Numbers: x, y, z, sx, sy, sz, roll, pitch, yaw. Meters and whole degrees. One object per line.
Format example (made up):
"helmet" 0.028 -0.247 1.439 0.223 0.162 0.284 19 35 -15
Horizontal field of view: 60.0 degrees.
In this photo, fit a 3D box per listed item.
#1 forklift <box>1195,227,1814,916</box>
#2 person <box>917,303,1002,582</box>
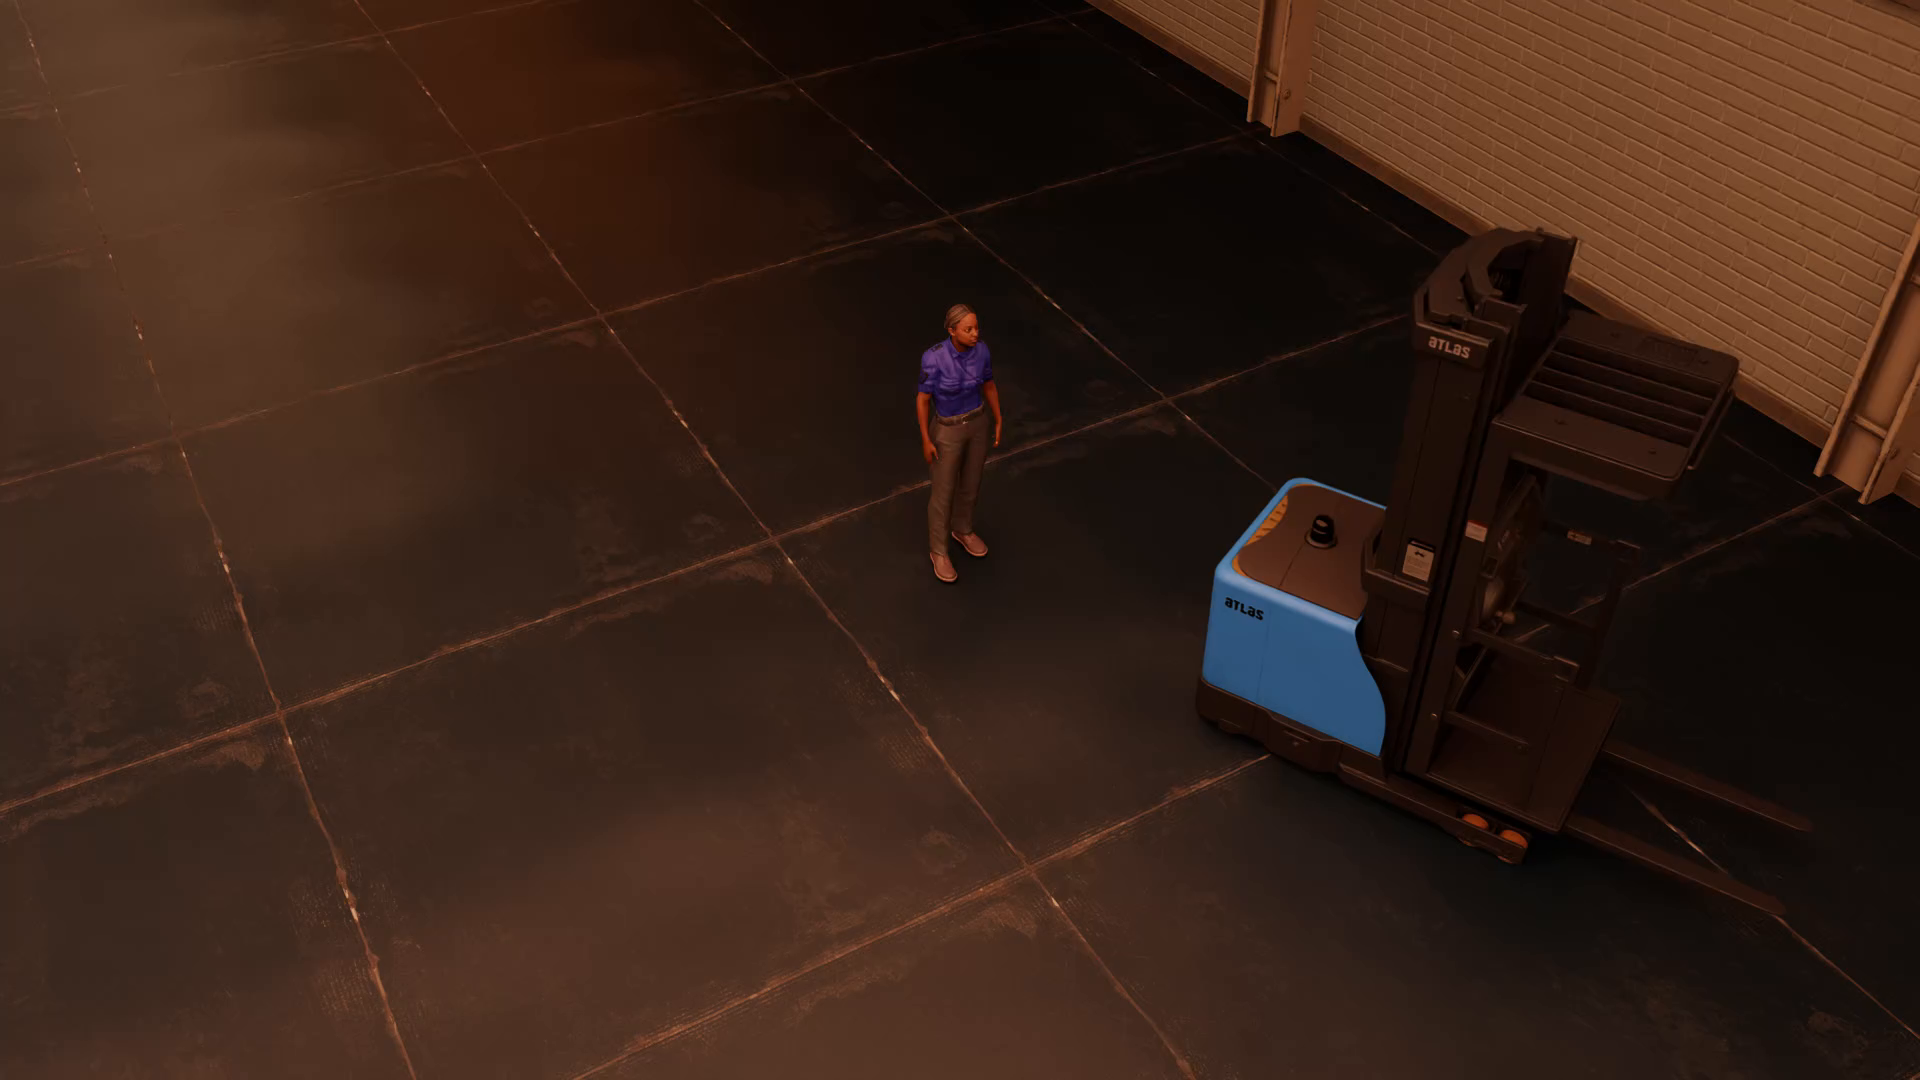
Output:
"forklift" 2.803 0.107 7.907 3.031 2.935 1.130 23 45 25
"person" 0.027 -0.587 9.734 0.570 1.654 0.504 -20 44 -23
